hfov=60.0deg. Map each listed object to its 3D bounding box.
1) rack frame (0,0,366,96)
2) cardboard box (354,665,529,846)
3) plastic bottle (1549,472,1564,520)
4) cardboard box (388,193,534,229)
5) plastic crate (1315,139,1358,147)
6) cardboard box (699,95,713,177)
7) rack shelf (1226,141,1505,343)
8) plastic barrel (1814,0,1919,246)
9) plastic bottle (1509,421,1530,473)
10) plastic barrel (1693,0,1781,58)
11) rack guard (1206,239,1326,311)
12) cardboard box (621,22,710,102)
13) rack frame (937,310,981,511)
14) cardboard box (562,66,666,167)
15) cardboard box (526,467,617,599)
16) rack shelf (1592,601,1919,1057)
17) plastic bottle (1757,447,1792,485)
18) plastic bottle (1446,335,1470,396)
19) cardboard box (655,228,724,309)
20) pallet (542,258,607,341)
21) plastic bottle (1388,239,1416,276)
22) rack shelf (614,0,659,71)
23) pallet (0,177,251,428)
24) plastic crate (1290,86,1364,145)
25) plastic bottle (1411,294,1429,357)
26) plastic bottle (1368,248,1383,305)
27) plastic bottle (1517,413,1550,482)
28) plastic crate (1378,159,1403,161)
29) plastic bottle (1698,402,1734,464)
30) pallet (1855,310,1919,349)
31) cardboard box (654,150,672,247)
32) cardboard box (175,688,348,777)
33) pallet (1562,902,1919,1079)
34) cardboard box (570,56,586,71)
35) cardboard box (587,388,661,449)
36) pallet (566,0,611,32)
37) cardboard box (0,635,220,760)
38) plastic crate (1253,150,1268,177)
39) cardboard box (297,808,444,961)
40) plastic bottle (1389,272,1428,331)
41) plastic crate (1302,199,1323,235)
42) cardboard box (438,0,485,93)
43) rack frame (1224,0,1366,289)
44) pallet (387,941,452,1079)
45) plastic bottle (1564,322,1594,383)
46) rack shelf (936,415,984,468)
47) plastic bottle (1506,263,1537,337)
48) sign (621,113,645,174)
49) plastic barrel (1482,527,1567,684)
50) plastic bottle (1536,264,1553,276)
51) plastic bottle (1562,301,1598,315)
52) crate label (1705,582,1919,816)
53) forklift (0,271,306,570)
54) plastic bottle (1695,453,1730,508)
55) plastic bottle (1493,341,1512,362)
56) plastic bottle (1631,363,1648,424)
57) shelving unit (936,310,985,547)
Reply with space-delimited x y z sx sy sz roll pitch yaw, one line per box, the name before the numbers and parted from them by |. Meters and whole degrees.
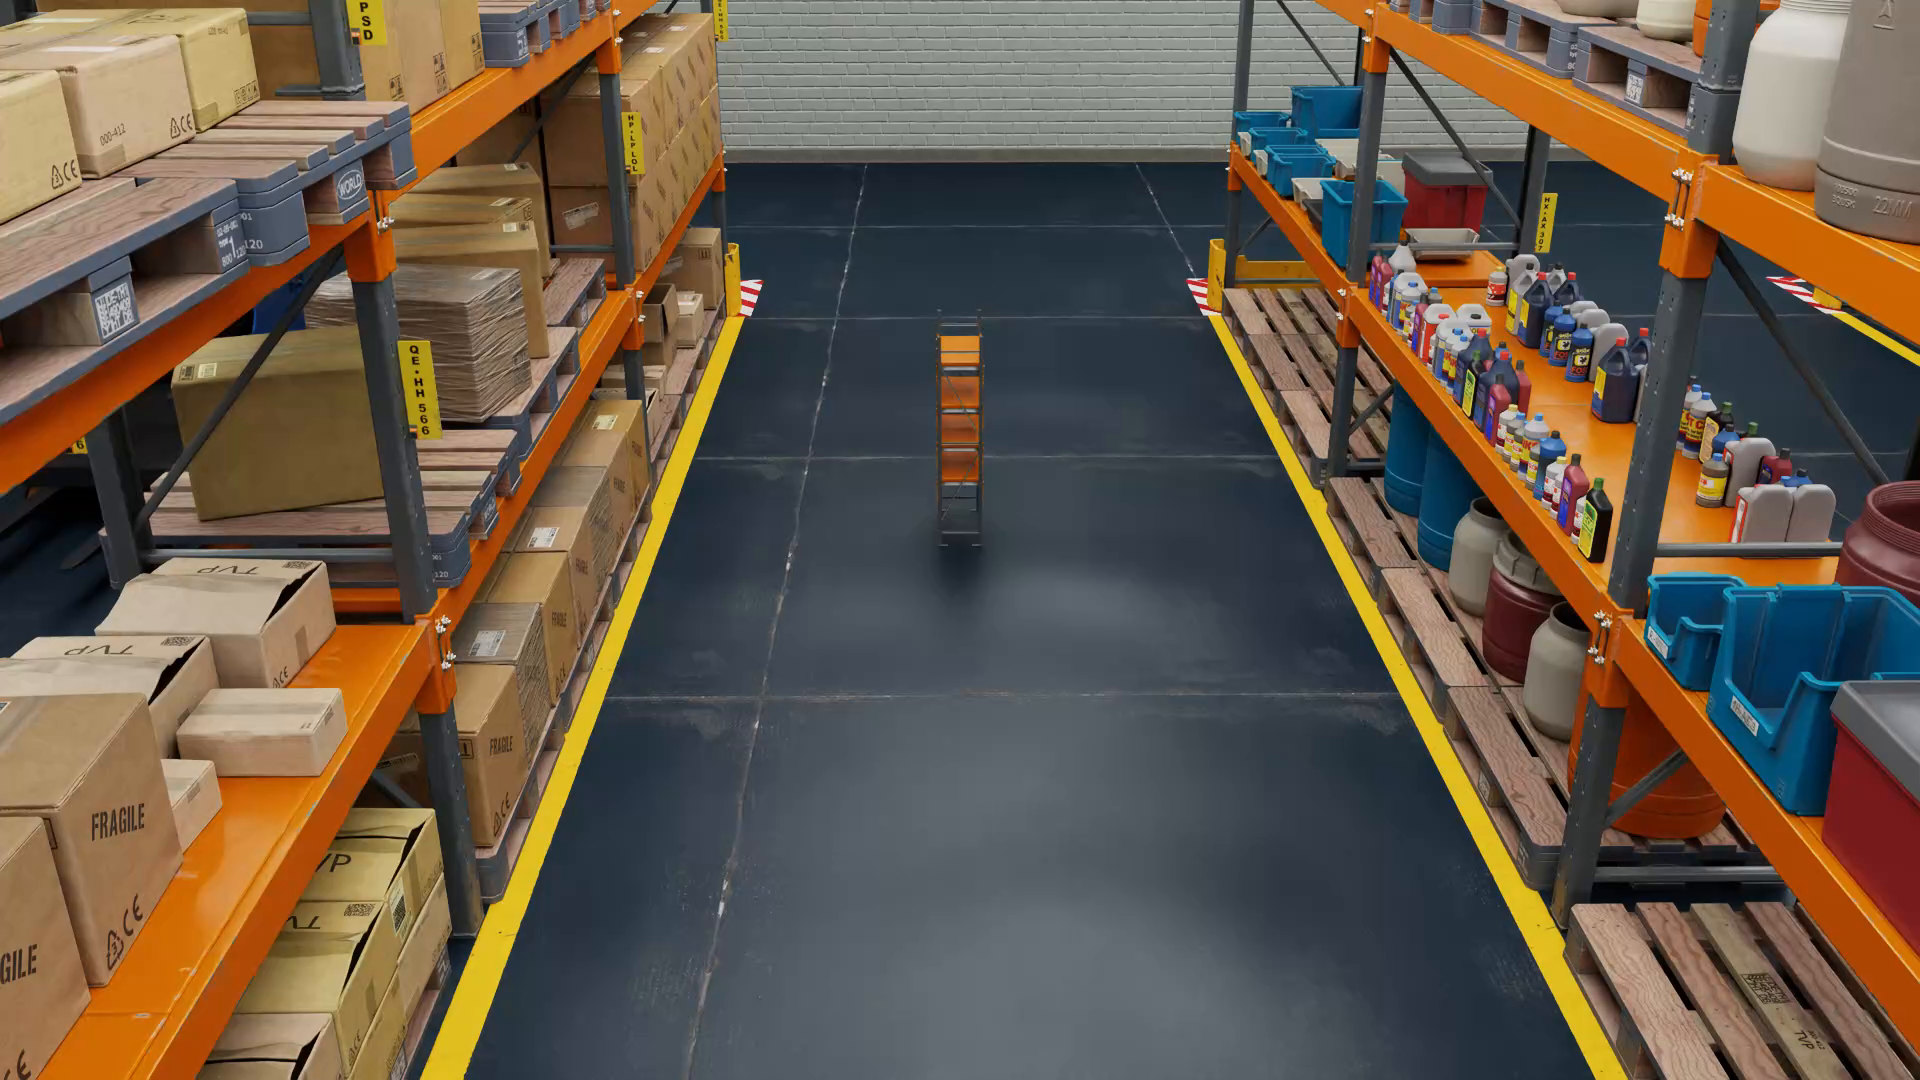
rack frame | -2.258 -2.673 4.241 1.000 3.000 0.127 0 24 -1
cardboard box | -1.977 0.810 6.319 0.500 0.500 0.500 1 24 2
plastic bottle | 2.278 -0.178 6.244 0.097 0.201 0.097 0 24 0
cardboard box | -2.450 -1.346 7.955 0.700 0.500 0.500 4 25 8
plastic crate | 2.797 -2.829 12.112 0.396 0.136 0.243 0 24 -1
cardboard box | -2.059 -2.885 11.867 0.500 0.500 0.500 0 24 0
rack shelf | 2.629 -2.105 11.138 1.077 0.370 4.000 0 24 -1
plastic barrel | 2.487 -1.216 4.051 0.600 0.901 0.600 0 24 0
plastic bottle | 2.273 -0.378 6.687 0.097 0.201 0.097 0 24 0
plastic barrel | 2.692 -1.948 5.247 0.600 0.830 0.708 0 24 -1
rack guard | 2.594 -2.128 13.348 1.175 0.500 0.348 0 24 -1
cardboard box | -2.059 -3.347 11.676 0.500 0.500 0.500 0 24 1
rack frame | -0.004 -0.715 9.376 0.240 1.200 0.015 0 24 -1
cardboard box | -2.032 -2.497 9.797 0.500 0.500 0.500 -1 24 -2
cardboard box | -2.008 -0.037 8.192 0.500 0.500 0.500 0 24 0
rack shelf | 2.717 1.191 3.849 1.077 0.370 4.000 0 24 -1
plastic bottle | 3.055 -0.223 6.244 0.061 0.283 0.133 0 24 -1
plastic bottle | 2.263 -0.793 7.519 0.097 0.271 0.097 0 24 0
cardboard box | -2.093 -2.075 12.697 0.500 0.500 0.500 0 24 -1
pallet | -2.402 -1.171 8.432 1.003 0.211 1.213 0 24 -1
plastic bottle | 2.331 -1.423 8.817 0.144 0.351 0.185 0 24 -1
rack shelf | -2.324 -3.451 10.474 1.077 0.370 4.000 0 24 -1
pallet | -2.146 -0.481 3.262 1.003 0.211 1.213 1 24 2
plastic crate | 2.798 -3.163 12.489 0.616 0.435 0.499 0 24 -1
plastic bottle | 2.238 -1.037 8.044 0.061 0.283 0.133 0 24 -1
plastic bottle | 2.229 -1.403 8.853 0.061 0.283 0.133 0 24 -1
plastic bottle | 2.274 -0.370 6.584 0.097 0.271 0.097 0 24 0
plastic crate | 2.886 -2.363 10.965 0.416 0.233 0.300 0 24 -1
plastic bottle | 3.050 -0.428 6.699 0.061 0.283 0.133 0 24 -1
pallet | 7.647 -1.680 12.708 1.003 0.211 1.213 0 24 -1
cardboard box | -2.044 -2.056 10.034 0.500 0.500 0.500 0 24 0
cardboard box | -1.972 0.544 4.712 0.380 0.149 0.250 0 24 -1
pallet | 2.664 1.629 5.391 1.003 0.211 1.213 0 24 -1
cardboard box | -2.580 -2.715 10.279 0.500 0.500 0.500 0 24 0
cardboard box | -2.090 -0.737 9.969 0.500 0.311 0.500 0 24 -1
pallet | -2.365 -2.600 7.947 1.213 0.211 1.003 0 24 -1
cardboard box | -2.442 0.470 4.679 0.500 0.311 0.500 -1 24 -1
plastic crate | 2.209 -2.649 11.714 0.250 0.136 0.298 0 24 -1
cardboard box | -2.006 1.081 5.367 0.500 0.311 0.500 0 24 1
plastic bottle | 2.279 -1.209 8.434 0.152 0.276 0.135 0 24 -1
plastic crate | 2.370 -1.971 10.229 0.437 0.125 0.590 0 24 -1
cardboard box | -2.308 -1.956 6.174 0.910 0.500 0.500 0 24 -1
rack frame | 2.608 -3.257 12.812 1.000 3.000 0.127 0 24 -1
pallet | -2.288 1.670 5.301 1.003 0.211 1.213 0 24 -1
plastic bottle | 2.868 -0.872 7.693 0.097 0.271 0.097 0 24 0
rack shelf | -0.002 -0.554 9.181 0.258 0.148 0.480 0 24 -1
plastic bottle | 2.844 -1.208 8.342 0.144 0.351 0.185 0 24 -1
sign | -1.747 -2.120 8.892 0.100 0.325 0.005 0 24 -1
plastic barrel | 2.660 0.280 7.408 0.600 0.588 0.708 0 24 -1
plastic bottle | 3.027 -1.300 8.625 0.061 0.283 0.133 0 24 -1
plastic bottle | 2.988 -1.033 8.045 0.152 0.276 0.135 0 24 -1
crate label | 2.435 0.434 4.608 0.502 0.435 0.616 0 24 -1
forklift | -4.789 -1.613 9.260 1.130 2.935 3.031 1 24 1
plastic bottle | 2.884 -0.232 6.365 0.097 0.201 0.097 0 24 0
plastic bottle | 2.408 -0.753 7.431 0.097 0.271 0.097 0 24 0
plastic bottle | 2.998 -0.655 7.209 0.152 0.276 0.135 0 24 -1
shelving unit | -0.002 -0.615 9.154 0.258 1.200 0.503 0 24 -1
